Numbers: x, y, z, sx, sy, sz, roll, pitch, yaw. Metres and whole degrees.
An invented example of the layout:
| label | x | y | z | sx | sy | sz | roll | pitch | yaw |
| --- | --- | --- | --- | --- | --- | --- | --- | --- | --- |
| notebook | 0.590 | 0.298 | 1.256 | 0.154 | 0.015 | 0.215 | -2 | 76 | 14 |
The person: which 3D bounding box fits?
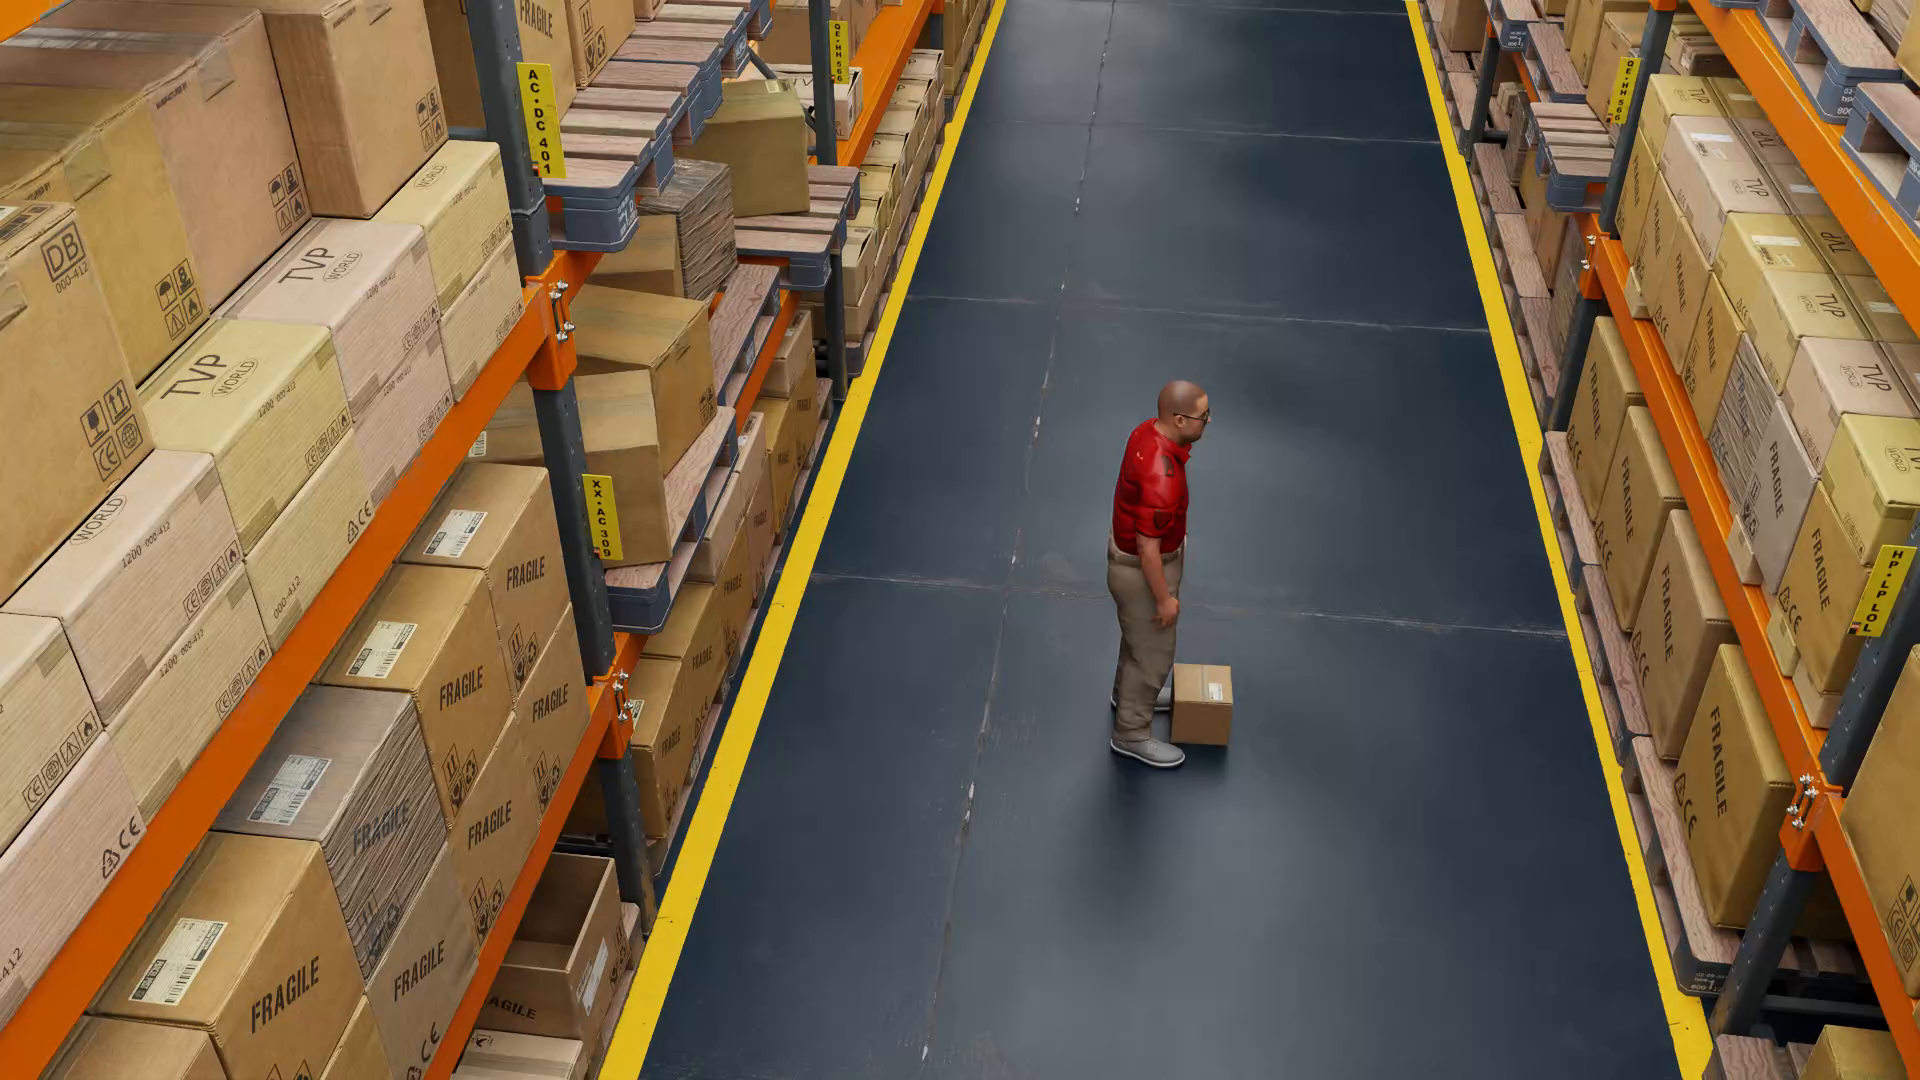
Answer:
| label | x | y | z | sx | sy | sz | roll | pitch | yaw |
| --- | --- | --- | --- | --- | --- | --- | --- | --- | --- |
| person | 0.805 | 0.108 | 6.902 | 0.384 | 1.728 | 0.604 | 3 | 36 | 4 |
